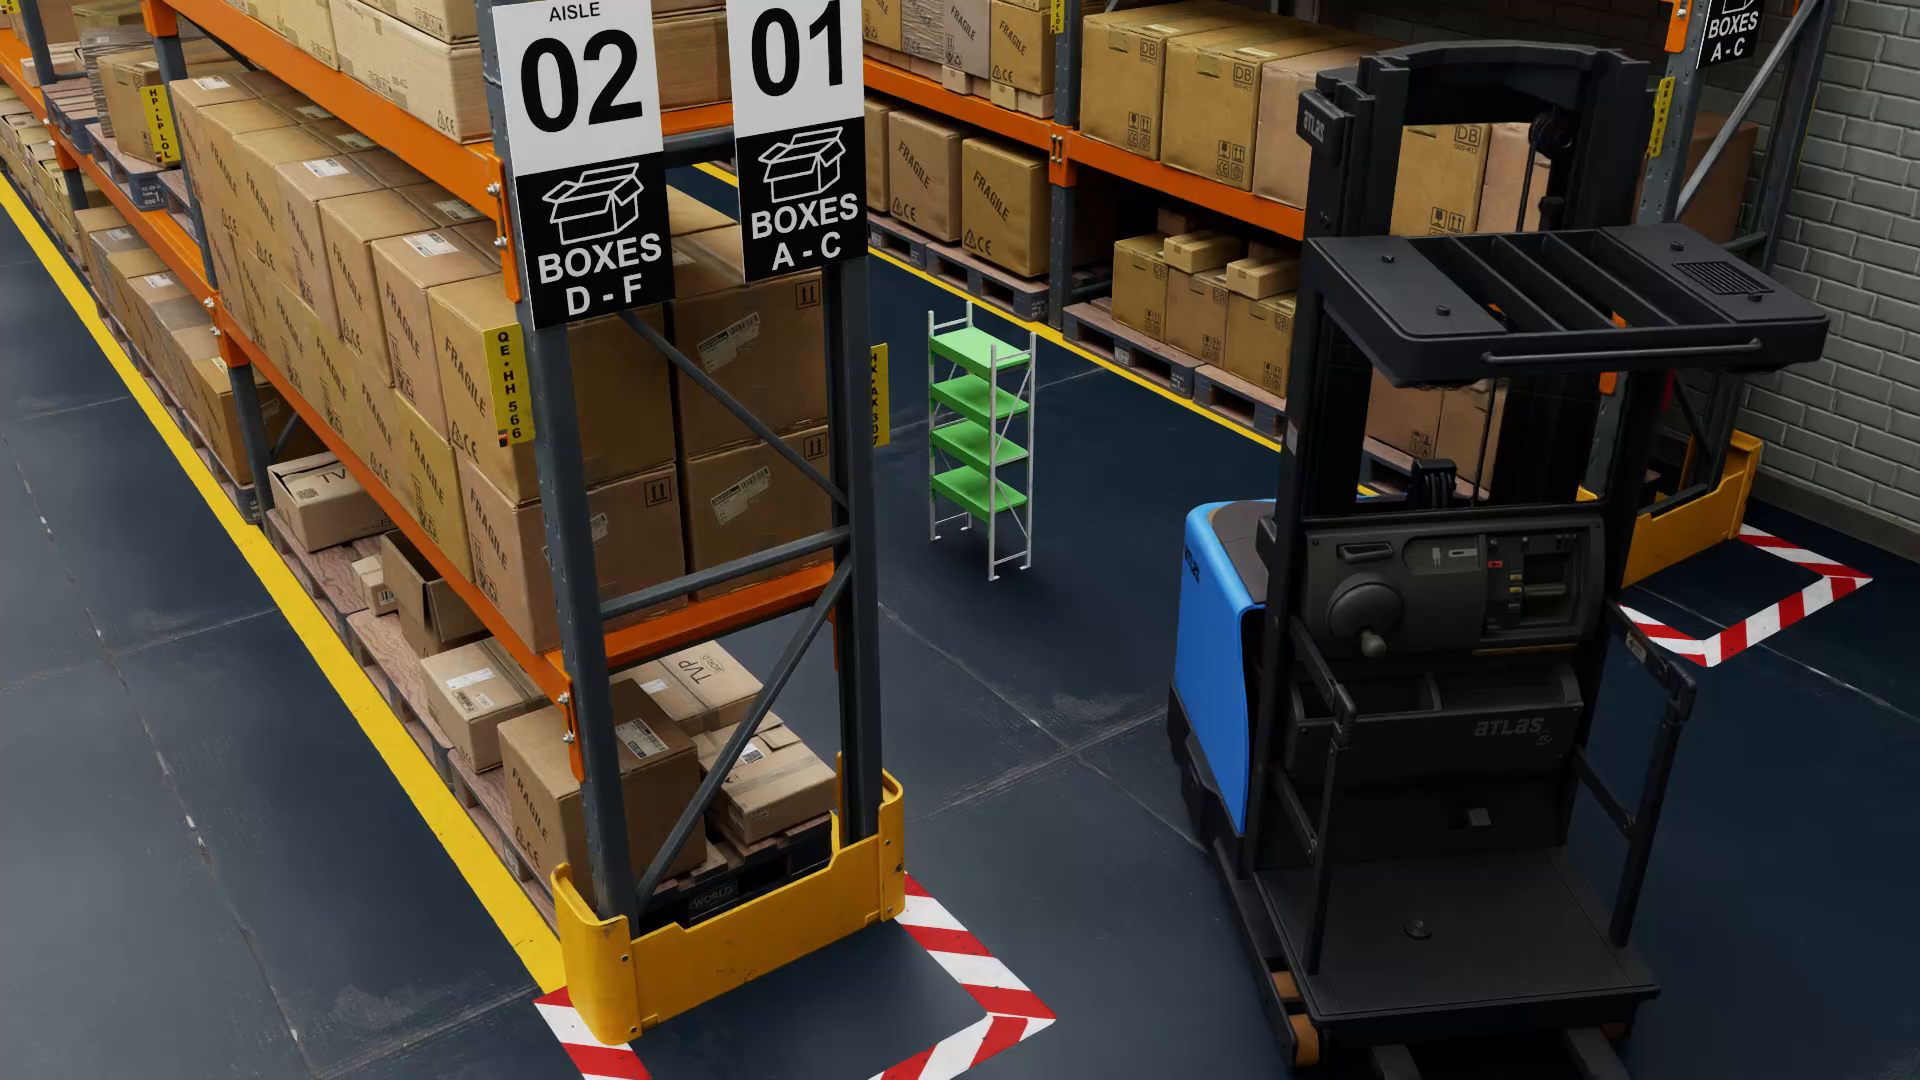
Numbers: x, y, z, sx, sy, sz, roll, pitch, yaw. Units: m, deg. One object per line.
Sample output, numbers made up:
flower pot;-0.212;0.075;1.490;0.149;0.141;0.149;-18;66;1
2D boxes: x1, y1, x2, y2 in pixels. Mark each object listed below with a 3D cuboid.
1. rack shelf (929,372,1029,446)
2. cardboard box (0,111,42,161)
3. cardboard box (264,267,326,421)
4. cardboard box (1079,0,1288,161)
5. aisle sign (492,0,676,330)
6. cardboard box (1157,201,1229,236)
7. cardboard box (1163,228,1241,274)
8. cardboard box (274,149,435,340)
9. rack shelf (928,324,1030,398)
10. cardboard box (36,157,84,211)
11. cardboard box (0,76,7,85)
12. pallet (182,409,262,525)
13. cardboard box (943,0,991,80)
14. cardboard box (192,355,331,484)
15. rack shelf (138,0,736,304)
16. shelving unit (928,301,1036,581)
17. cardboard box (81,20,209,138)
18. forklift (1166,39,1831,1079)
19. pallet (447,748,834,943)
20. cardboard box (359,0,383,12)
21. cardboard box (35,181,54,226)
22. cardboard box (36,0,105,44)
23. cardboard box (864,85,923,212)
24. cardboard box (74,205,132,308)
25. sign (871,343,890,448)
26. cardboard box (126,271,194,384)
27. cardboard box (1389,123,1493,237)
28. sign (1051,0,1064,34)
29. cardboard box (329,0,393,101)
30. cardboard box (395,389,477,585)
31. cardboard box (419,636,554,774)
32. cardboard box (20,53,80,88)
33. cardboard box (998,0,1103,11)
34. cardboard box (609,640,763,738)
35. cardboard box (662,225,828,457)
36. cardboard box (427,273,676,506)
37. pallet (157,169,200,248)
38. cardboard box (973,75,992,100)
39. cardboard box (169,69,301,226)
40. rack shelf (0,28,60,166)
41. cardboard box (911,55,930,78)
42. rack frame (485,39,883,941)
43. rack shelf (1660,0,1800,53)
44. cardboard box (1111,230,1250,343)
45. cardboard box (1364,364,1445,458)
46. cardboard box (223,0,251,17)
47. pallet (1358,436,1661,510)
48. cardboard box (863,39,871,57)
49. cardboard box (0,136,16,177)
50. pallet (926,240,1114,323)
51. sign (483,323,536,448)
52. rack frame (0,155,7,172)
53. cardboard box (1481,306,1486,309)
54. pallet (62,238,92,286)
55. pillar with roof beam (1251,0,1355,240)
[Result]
rack shelf;0.096;-0.618;7.761;0.258;0.148;0.480;-19;34;-31
cardboard box;-7.035;-3.157;12.774;0.500;0.311;0.500;-20;34;-32
cardboard box;-2.358;-0.828;6.527;0.500;0.500;0.500;-19;34;-31
cardboard box;1.315;-2.740;9.838;0.980;0.700;0.700;-18;33;-30
aisle sign;-0.909;-0.927;4.090;0.394;0.787;0.004;-19;34;-31
cardboard box;1.442;-1.987;10.265;0.380;0.149;0.250;-19;34;-31
cardboard box;1.414;-1.692;9.722;0.380;0.149;0.250;-18;33;-29
cardboard box;-2.077;-1.072;5.929;0.500;0.500;0.500;-18;33;-29
rack shelf;0.096;-0.829;7.647;0.258;0.148;0.480;-19;34;-31
cardboard box;-6.151;-2.564;11.682;0.500;0.311;0.500;-19;34;-31
cardboard box;-8.387;-4.184;14.467;0.500;0.500;0.500;-19;34;-31
pallet;-3.522;-0.531;9.007;1.003;0.211;1.213;-19;34;-31
cardboard box;0.237;-3.312;10.769;0.500;0.500;0.500;-18;34;-30
cardboard box;-3.539;-0.658;8.477;0.500;0.500;0.500;-19;34;-31
rack shelf;-1.859;-1.675;5.803;1.077;0.370;4.000;-19;34;-31
shelving unit;0.096;-0.463;7.845;0.258;1.200;0.503;-19;34;-31
cardboard box;-4.507;-2.612;9.373;0.700;0.500;0.500;-12;31;-21
forklift;1.526;0.185;4.838;1.130;2.935;3.031;-3;29;-6
pallet;-1.206;0.990;6.206;1.003;0.211;1.213;-19;34;-31
cardboard box;-1.495;-1.691;4.712;0.500;0.250;0.500;-19;34;-31
cardboard box;-6.434;-2.515;12.179;0.500;0.250;0.500;-18;33;-30
cardboard box;-6.326;-3.698;11.811;0.500;0.500;0.500;-21;35;-33
cardboard box;-0.484;-2.954;12.359;0.750;0.750;0.750;-19;34;-31
cardboard box;-5.308;-1.845;10.662;0.500;0.500;0.500;-17;33;-29
sign;-0.257;-0.427;4.985;0.100;0.325;0.005;-19;34;-31
cardboard box;-4.406;-1.245;9.558;0.500;0.500;0.500;-20;34;-32
cardboard box;2.599;-1.876;8.247;0.980;0.700;0.700;-19;34;-31
sign;0.577;-3.144;9.765;0.100;0.325;0.005;-19;34;-31
cardboard box;-1.493;-1.472;4.832;0.500;0.250;0.500;-19;34;-31
cardboard box;-1.484;-0.239;5.443;0.500;0.500;0.500;-18;34;-30
cardboard box;-1.742;0.598;6.426;0.500;0.250;0.500;-19;34;-31
cardboard box;-6.086;-3.169;11.205;0.380;0.149;0.250;-19;34;-31
cardboard box;0.535;-3.448;10.232;0.500;0.250;0.500;-18;33;-29
cardboard box;-1.073;0.635;6.358;0.500;0.250;0.500;-19;34;-31
cardboard box;-0.742;-0.625;5.105;0.500;0.500;0.500;-18;33;-29
cardboard box;-1.181;-0.476;4.831;0.500;0.500;0.500;-19;34;-31
pallet;-3.394;-1.707;8.452;1.003;0.211;1.213;-19;34;-31
cardboard box;0.308;-2.980;10.836;0.380;0.149;0.250;-18;33;-29
cardboard box;-2.975;-1.673;7.036;0.500;0.500;0.500;-18;33;-29
rack shelf;-6.499;-3.467;12.245;1.077;0.370;4.000;-19;34;-31
cardboard box;-0.114;-3.281;11.391;0.380;0.149;0.250;-20;34;-32
rack frame;-0.699;0.104;4.915;1.000;3.000;0.127;-19;34;-31
rack shelf;2.174;-3.048;8.331;1.077;0.370;4.000;-19;34;-31
cardboard box;1.364;-1.591;10.215;0.700;0.500;0.500;-18;33;-30
cardboard box;2.556;-0.794;8.748;0.700;0.500;0.500;-19;34;-31
cardboard box;-2.363;-2.055;5.906;0.500;0.250;0.500;-19;34;-31
pallet;2.807;-0.332;8.641;1.003;0.211;1.213;-19;34;-31
cardboard box;-0.535;-3.593;11.964;0.380;0.149;0.250;-18;33;-30
cardboard box;-7.332;-3.113;13.280;0.500;0.250;0.500;-18;33;-29
pallet;0.505;-1.877;11.486;1.003;0.211;1.213;-19;34;-31
sign;-1.163;-0.398;4.295;0.100;0.325;0.005;-19;34;-31
rack frame;-7.660;-4.561;13.505;1.000;3.000;0.127;-19;34;-31
cardboard box;2.643;-1.185;8.789;0.380;0.149;0.250;-18;34;-30
pallet;-5.785;-2.111;11.917;1.003;0.211;1.213;-19;34;-31
pillar with roof beam;-1.382;-4.236;6.620;9.100;9.000;0.400;-19;34;-31
